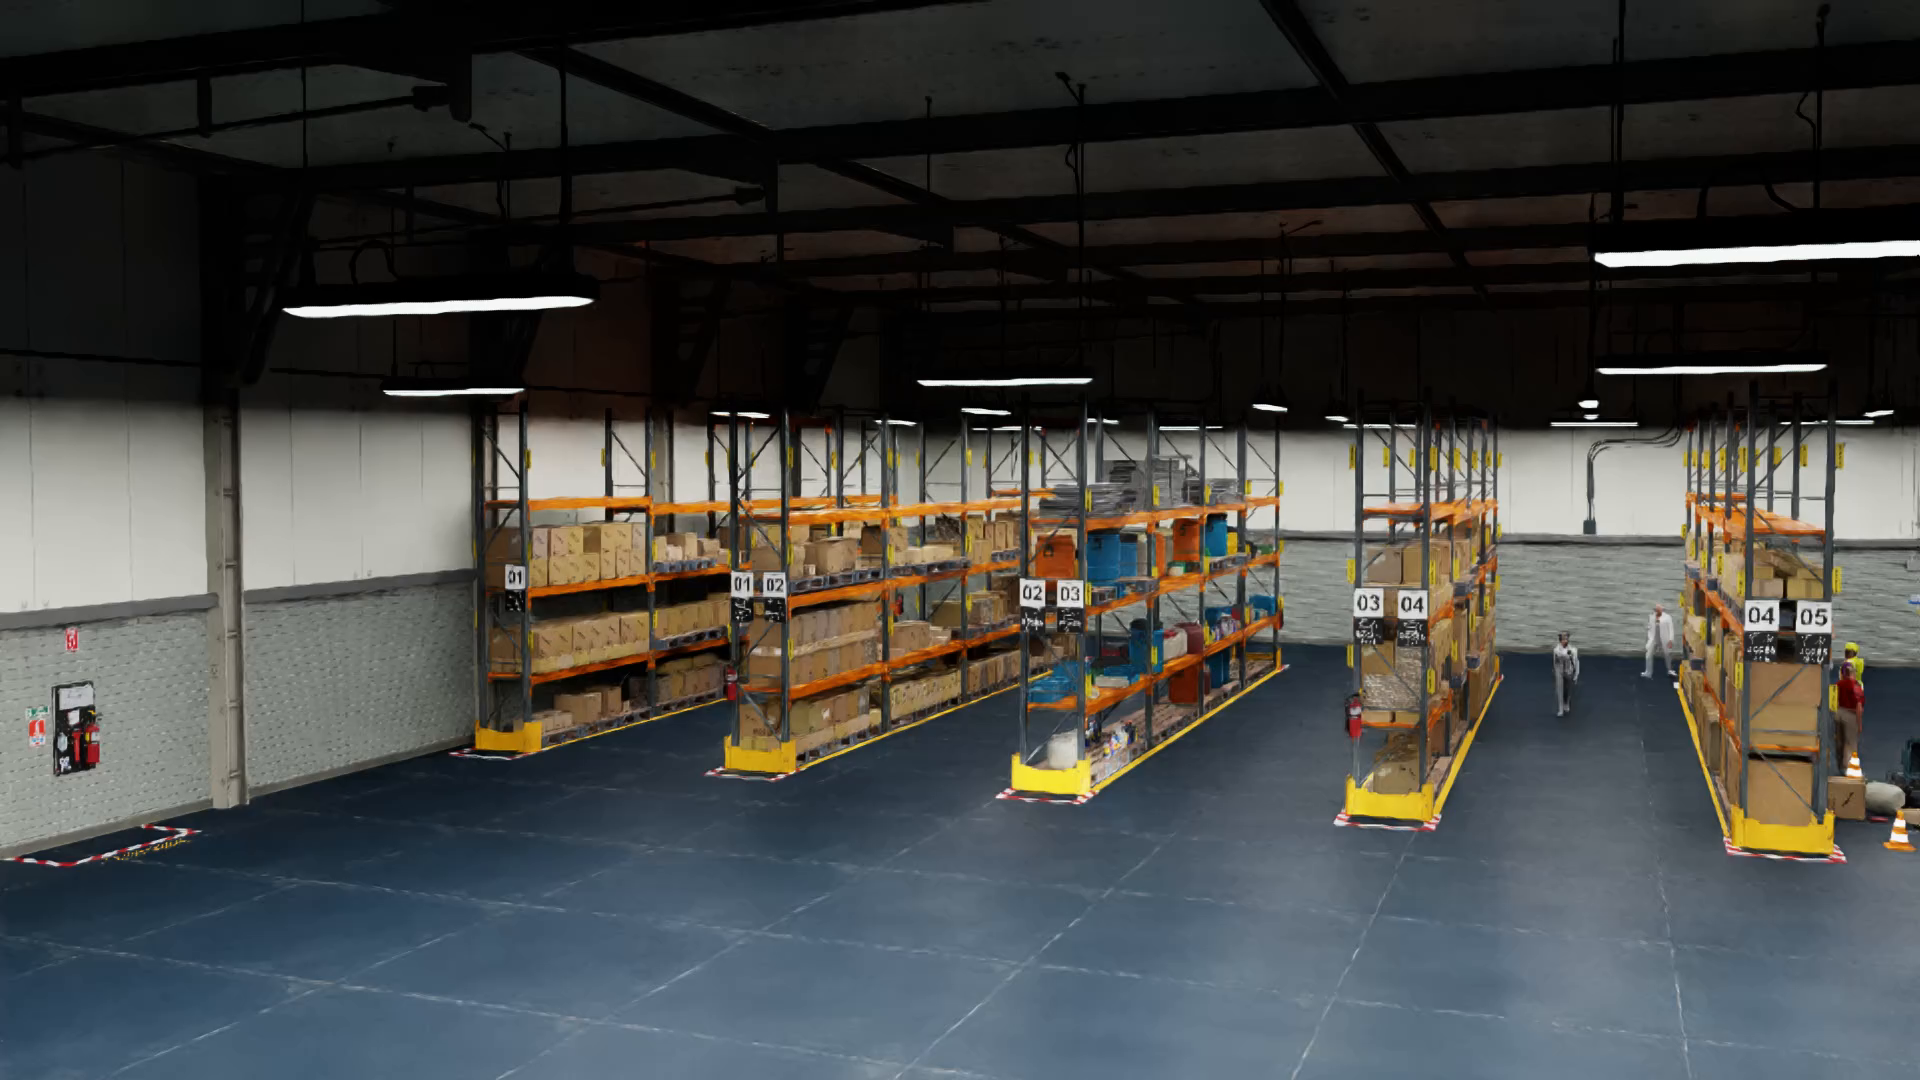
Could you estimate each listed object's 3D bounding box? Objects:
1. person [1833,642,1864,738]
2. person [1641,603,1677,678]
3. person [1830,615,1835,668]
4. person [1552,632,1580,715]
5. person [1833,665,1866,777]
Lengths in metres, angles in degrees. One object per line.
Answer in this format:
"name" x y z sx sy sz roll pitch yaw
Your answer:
"person" 15.652 2.677 29.325 0.625 1.765 0.497 -2 4 -39
"person" 16.046 2.291 38.116 0.633 1.727 1.044 3 4 42
"person" 20.567 2.239 39.570 0.492 1.659 0.557 -1 3 -12
"person" 11.859 2.588 32.549 0.500 1.608 0.998 1 3 20
"person" 14.085 2.832 26.340 0.366 1.715 0.595 0 3 -9
